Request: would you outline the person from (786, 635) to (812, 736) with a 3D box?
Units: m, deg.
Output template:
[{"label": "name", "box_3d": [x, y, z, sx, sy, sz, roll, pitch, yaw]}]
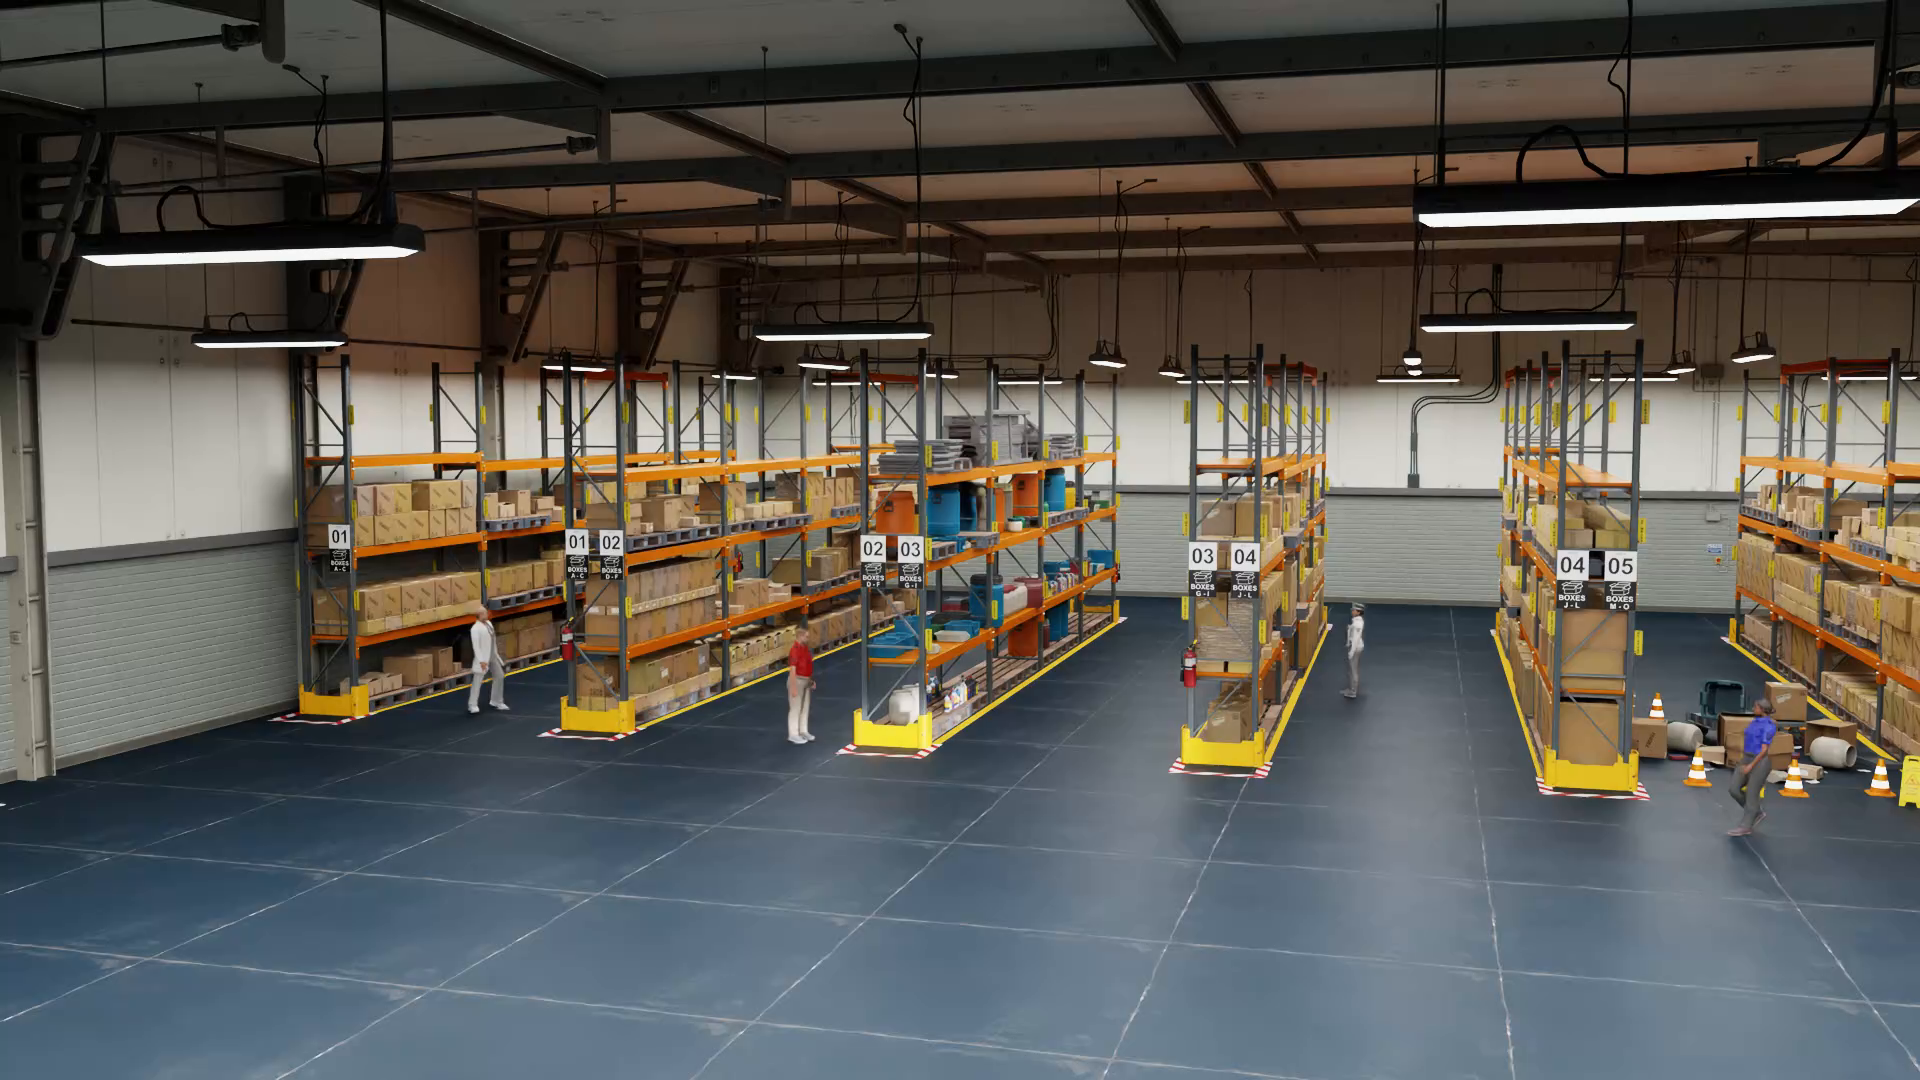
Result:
[{"label": "person", "box_3d": [-2.461, 2.231, 25.558, 0.375, 1.563, 0.557, 1, 4, 17]}]

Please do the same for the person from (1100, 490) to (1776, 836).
[{"label": "person", "box_3d": [6.583, 1.153, 30.069, 1.376, 3.183, 21.903, -1, 4, -13]}]

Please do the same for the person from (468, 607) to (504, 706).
[{"label": "person", "box_3d": [-8.013, 2.007, 28.092, 0.495, 1.585, 0.670, 2, 5, 26]}]

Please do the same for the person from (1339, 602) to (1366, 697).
[{"label": "person", "box_3d": [6.968, 1.941, 29.573, 0.479, 1.687, 0.511, 2, 5, 22]}]
